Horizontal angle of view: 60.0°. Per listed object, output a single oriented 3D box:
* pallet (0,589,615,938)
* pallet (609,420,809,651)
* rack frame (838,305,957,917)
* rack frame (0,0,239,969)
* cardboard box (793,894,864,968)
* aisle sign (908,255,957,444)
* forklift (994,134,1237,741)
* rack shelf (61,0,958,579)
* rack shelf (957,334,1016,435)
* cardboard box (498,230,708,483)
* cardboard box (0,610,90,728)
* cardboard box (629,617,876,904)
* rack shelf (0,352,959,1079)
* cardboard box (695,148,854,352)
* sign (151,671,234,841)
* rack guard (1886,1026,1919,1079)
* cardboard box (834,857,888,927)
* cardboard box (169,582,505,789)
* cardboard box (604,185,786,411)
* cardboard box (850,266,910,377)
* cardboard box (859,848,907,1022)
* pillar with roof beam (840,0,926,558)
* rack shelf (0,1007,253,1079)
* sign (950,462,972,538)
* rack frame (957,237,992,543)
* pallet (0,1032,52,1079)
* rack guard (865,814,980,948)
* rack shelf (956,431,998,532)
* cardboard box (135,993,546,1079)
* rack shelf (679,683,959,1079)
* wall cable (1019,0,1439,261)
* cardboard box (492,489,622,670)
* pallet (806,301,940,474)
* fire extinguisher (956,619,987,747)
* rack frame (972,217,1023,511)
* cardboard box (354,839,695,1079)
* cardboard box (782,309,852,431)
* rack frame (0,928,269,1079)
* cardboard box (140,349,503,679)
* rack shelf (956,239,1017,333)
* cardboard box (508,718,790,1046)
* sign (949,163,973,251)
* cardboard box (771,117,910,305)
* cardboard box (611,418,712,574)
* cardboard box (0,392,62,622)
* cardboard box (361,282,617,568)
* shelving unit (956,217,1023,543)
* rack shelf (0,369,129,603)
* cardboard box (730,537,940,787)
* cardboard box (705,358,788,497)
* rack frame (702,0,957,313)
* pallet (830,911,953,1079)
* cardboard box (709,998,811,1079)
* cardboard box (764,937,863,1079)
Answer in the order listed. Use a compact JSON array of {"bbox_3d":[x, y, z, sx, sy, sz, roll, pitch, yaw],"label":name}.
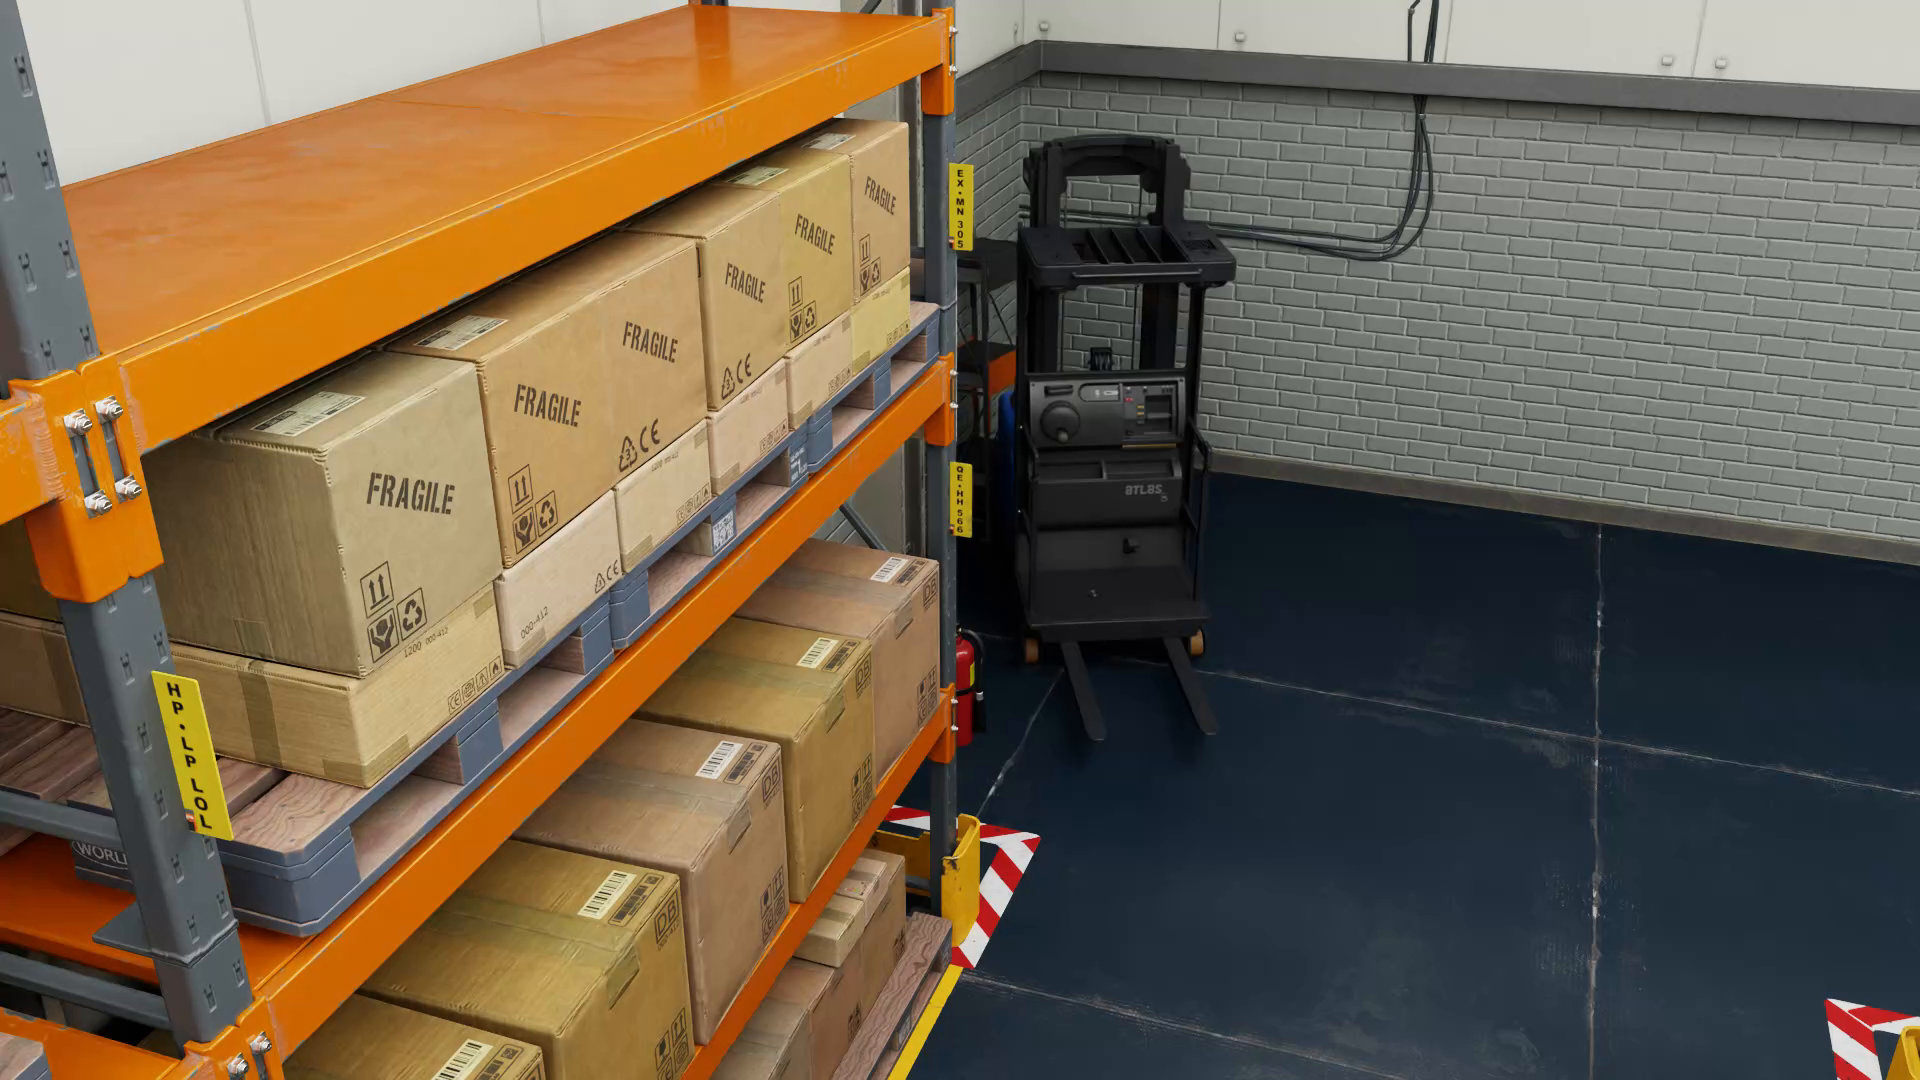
[{"bbox_3d":[-1.555,0.379,3.908,1.003,0.211,1.213,9,27,17],"label":"pallet"},{"bbox_3d":[-1.147,-0.121,4.940,1.003,0.211,1.213,9,27,17],"label":"pallet"},{"bbox_3d":[-0.506,0.380,7.246,1.000,3.000,0.127,9,27,17],"label":"rack frame"},{"bbox_3d":[-1.837,-0.676,2.544,1.000,3.000,0.127,9,27,17],"label":"rack frame"},{"bbox_3d":[-0.600,1.511,6.554,0.380,0.149,0.250,9,27,19],"label":"cardboard box"},{"bbox_3d":[-0.199,-0.776,6.651,0.394,0.787,0.004,9,27,17],"label":"aisle sign"},{"bbox_3d":[0.892,-0.731,9.620,1.130,2.935,3.031,-2,26,-5],"label":"forklift"},{"bbox_3d":[-1.172,-0.994,4.486,1.077,0.370,4.000,9,27,17],"label":"rack shelf"},{"bbox_3d":[0.140,-1.058,11.232,0.431,0.518,0.480,12,27,29],"label":"rack shelf"},{"bbox_3d":[-1.011,-0.498,4.334,0.500,0.500,0.500,9,27,18],"label":"cardboard box"},{"bbox_3d":[-1.831,0.192,3.768,0.500,0.250,0.500,9,27,18],"label":"cardboard box"},{"bbox_3d":[-0.898,0.757,6.124,0.980,0.700,0.700,9,27,17],"label":"cardboard box"},{"bbox_3d":[-1.172,0.176,5.052,1.077,0.370,4.000,9,27,17],"label":"rack shelf"},{"bbox_3d":[-0.669,-0.930,5.224,0.500,0.500,0.500,10,27,19],"label":"cardboard box"},{"bbox_3d":[-1.322,0.374,2.862,0.100,0.325,0.005,9,27,17],"label":"sign"},{"bbox_3d":[4.141,2.253,6.246,1.175,0.500,0.348,9,27,17],"label":"rack guard"},{"bbox_3d":[-0.516,1.406,6.771,0.380,0.149,0.250,8,27,17],"label":"cardboard box"},{"bbox_3d":[-1.359,0.262,3.625,0.500,0.250,0.500,9,27,17],"label":"cardboard box"},{"bbox_3d":[-0.835,-0.714,4.779,0.500,0.500,0.500,8,27,15],"label":"cardboard box"},{"bbox_3d":[-0.499,-0.797,5.811,0.500,0.250,0.500,10,27,19],"label":"cardboard box"},{"bbox_3d":[-0.645,1.618,7.076,0.700,0.500,0.500,9,27,17],"label":"cardboard box"},{"bbox_3d":[3.636,-2.931,7.200,9.100,9.000,0.400,9,27,17],"label":"pillar with roof beam"},{"bbox_3d":[-2.503,1.819,1.657,1.077,0.370,4.000,9,27,17],"label":"rack shelf"},{"bbox_3d":[0.001,-0.163,6.768,0.100,0.325,0.005,9,27,17],"label":"sign"},{"bbox_3d":[0.014,-0.985,11.035,0.400,2.100,0.015,12,27,29],"label":"rack frame"},{"bbox_3d":[-2.096,1.144,2.447,0.805,0.209,1.217,8,27,15],"label":"pallet"},{"bbox_3d":[-0.498,1.495,7.812,1.175,0.500,0.348,9,27,17],"label":"rack guard"},{"bbox_3d":[0.158,-0.414,11.507,0.431,0.518,0.480,12,27,29],"label":"rack shelf"},{"bbox_3d":[-1.641,1.668,4.242,0.980,0.700,0.700,9,27,18],"label":"cardboard box"},{"bbox_3d":[-1.172,1.526,5.706,1.077,0.370,4.000,9,27,17],"label":"rack shelf"},{"bbox_3d":[1.713,-3.195,11.309,3.097,2.526,0.112,9,27,17],"label":"wall cable"},{"bbox_3d":[-1.176,0.054,4.053,0.500,0.250,0.500,8,27,16],"label":"cardboard box"},{"bbox_3d":[-0.743,-0.624,5.979,1.003,0.211,1.213,9,27,17],"label":"pallet"},{"bbox_3d":[-0.021,0.588,7.334,0.296,0.674,0.183,9,27,17],"label":"fire extinguisher"},{"bbox_3d":[0.265,-1.155,11.418,0.400,2.100,0.015,12,27,29],"label":"rack frame"},{"bbox_3d":[-1.393,1.369,4.860,0.980,0.700,0.700,8,27,16],"label":"cardboard box"},{"bbox_3d":[-0.672,-0.583,5.369,0.500,0.250,0.500,8,27,15],"label":"cardboard box"},{"bbox_3d":[-1.837,2.024,3.851,1.000,3.000,0.127,9,27,17],"label":"rack frame"},{"bbox_3d":[-1.335,-0.083,3.475,0.500,0.500,0.500,8,27,17],"label":"cardboard box"},{"bbox_3d":[0.123,-1.701,10.957,0.431,0.518,0.480,12,27,29],"label":"rack shelf"},{"bbox_3d":[-1.160,1.069,5.480,0.980,0.700,0.700,7,27,15],"label":"cardboard box"},{"bbox_3d":[0.001,-1.248,6.243,0.100,0.325,0.005,9,27,17],"label":"sign"},{"bbox_3d":[-0.492,-1.134,5.646,0.500,0.500,0.500,9,27,17],"label":"cardboard box"},{"bbox_3d":[-1.012,-0.158,4.491,0.500,0.250,0.500,8,27,16],"label":"cardboard box"},{"bbox_3d":[-1.825,-0.151,3.616,0.500,0.500,0.500,9,27,17],"label":"cardboard box"},{"bbox_3d":[-1.170,-0.295,3.913,0.500,0.500,0.500,8,27,16],"label":"cardboard box"},{"bbox_3d":[0.140,-1.070,11.226,0.431,2.100,0.503,12,27,29],"label":"shelving unit"},{"bbox_3d":[-2.503,0.649,1.091,1.077,0.370,4.000,9,27,17],"label":"rack shelf"},{"bbox_3d":[-0.666,0.456,6.745,0.980,0.700,0.700,10,28,20],"label":"cardboard box"},{"bbox_3d":[-0.840,-0.368,4.926,0.500,0.250,0.500,8,27,16],"label":"cardboard box"},{"bbox_3d":[-0.506,-2.320,5.939,1.000,3.000,0.127,9,27,17],"label":"rack frame"},{"bbox_3d":[-0.698,1.975,7.152,1.003,0.211,1.213,9,27,17],"label":"pallet"},{"bbox_3d":[-0.978,2.031,6.224,0.700,0.500,0.500,8,27,16],"label":"cardboard box"},{"bbox_3d":[-0.811,1.824,6.651,0.700,0.500,0.500,9,27,17],"label":"cardboard box"}]
